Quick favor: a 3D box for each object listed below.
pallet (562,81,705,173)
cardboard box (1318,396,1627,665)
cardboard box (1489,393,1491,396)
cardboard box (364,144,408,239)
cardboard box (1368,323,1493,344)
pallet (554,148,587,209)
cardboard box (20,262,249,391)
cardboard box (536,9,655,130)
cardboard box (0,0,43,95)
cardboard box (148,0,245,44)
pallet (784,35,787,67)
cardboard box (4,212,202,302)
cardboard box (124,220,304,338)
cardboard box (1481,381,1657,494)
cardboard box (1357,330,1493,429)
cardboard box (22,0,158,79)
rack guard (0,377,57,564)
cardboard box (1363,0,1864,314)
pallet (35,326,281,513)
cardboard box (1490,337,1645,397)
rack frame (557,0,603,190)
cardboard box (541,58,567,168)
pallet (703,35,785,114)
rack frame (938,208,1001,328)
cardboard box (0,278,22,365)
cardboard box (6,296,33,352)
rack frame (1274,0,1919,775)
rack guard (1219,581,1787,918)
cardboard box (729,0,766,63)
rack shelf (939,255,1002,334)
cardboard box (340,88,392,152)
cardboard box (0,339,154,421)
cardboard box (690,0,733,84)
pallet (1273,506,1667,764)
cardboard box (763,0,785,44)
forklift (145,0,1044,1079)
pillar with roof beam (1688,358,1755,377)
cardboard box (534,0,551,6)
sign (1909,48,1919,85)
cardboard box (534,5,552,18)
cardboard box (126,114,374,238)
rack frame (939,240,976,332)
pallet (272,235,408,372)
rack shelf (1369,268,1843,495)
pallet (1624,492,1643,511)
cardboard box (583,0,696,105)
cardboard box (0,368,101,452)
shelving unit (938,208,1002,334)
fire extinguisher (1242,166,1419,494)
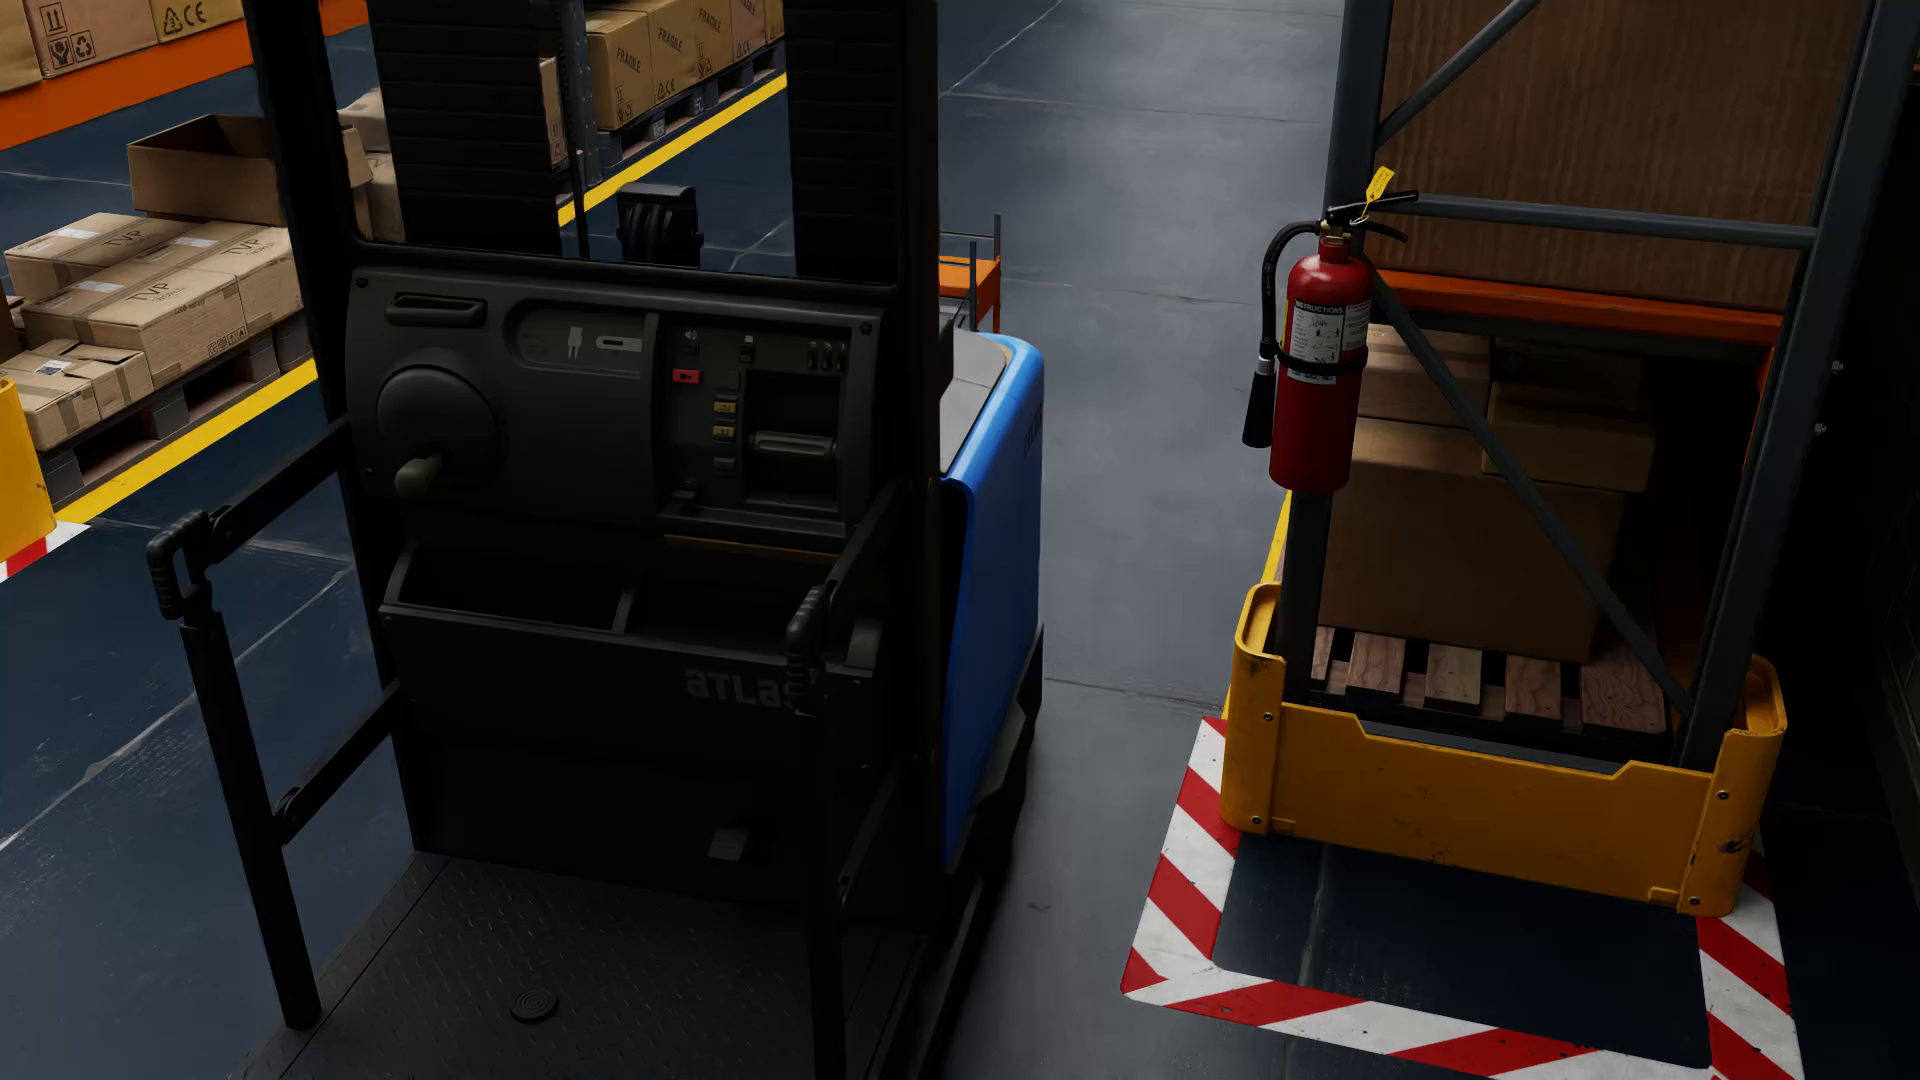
[{"bbox_3d":[-2.129,-2.358,9.272,1.003,0.211,1.213,8,30,15],"label":"pallet"},{"bbox_3d":[1.341,-0.060,4.412,0.700,0.500,0.500,8,30,15],"label":"cardboard box"},{"bbox_3d":[1.488,-0.293,4.830,0.700,0.500,0.500,8,30,15],"label":"cardboard box"},{"bbox_3d":[-2.448,-1.557,7.276,0.500,0.311,0.500,8,30,15],"label":"cardboard box"},{"bbox_3d":[1.279,-0.548,4.622,0.380,0.149,0.250,9,30,16],"label":"cardboard box"},{"bbox_3d":[-2.534,-1.656,8.009,1.003,0.211,1.213,8,30,15],"label":"pallet"},{"bbox_3d":[-2.928,-0.770,5.924,0.500,0.250,0.500,8,30,15],"label":"cardboard box"},{"bbox_3d":[-1.957,-2.483,8.747,0.500,0.500,0.500,7,30,13],"label":"cardboard box"},{"bbox_3d":[-3.123,-1.547,4.842,0.500,0.500,0.500,9,30,16],"label":"cardboard box"},{"bbox_3d":[-2.827,-2.020,5.693,0.500,0.500,0.500,8,30,15],"label":"cardboard box"},{"bbox_3d":[-1.413,-3.492,11.310,1.003,0.211,1.213,8,30,15],"label":"pallet"},{"bbox_3d":[-3.274,-1.050,6.428,0.500,0.250,0.500,8,30,15],"label":"cardboard box"},{"bbox_3d":[-2.781,-1.002,6.342,0.500,0.250,0.500,8,30,15],"label":"cardboard box"},{"bbox_3d":[1.495,-0.257,4.098,0.380,0.149,0.250,9,30,15],"label":"cardboard box"},{"bbox_3d":[1.204,-0.429,4.408,0.380,0.149,0.250,8,30,14],"label":"cardboard box"},{"bbox_3d":[-2.977,-1.787,5.274,0.500,0.500,0.500,8,30,14],"label":"cardboard box"},{"bbox_3d":[-3.483,-0.277,5.234,1.175,0.500,0.348,8,30,15],"label":"rack guard"},{"bbox_3d":[1.371,-0.999,3.651,0.980,0.700,0.700,10,31,17],"label":"cardboard box"},{"bbox_3d":[-3.250,-0.522,5.971,1.003,0.211,1.213,8,30,15],"label":"pallet"},{"bbox_3d":[1.643,-0.492,4.522,0.380,0.149,0.250,9,30,15],"label":"cardboard box"},{"bbox_3d":[-2.332,-3.193,7.905,1.000,3.000,0.127,8,30,15],"label":"rack frame"},{"bbox_3d":[-2.228,-1.988,7.857,0.500,0.500,0.500,8,30,15],"label":"cardboard box"},{"bbox_3d":[-1.773,-2.927,10.294,1.003,0.211,1.213,8,30,15],"label":"pallet"},{"bbox_3d":[0.020,-0.491,5.052,0.200,1.050,0.008,8,30,15],"label":"rack frame"},{"bbox_3d":[-3.582,-0.722,5.581,0.500,0.500,0.500,8,30,15],"label":"cardboard box"},{"bbox_3d":[-3.377,-0.752,5.978,0.380,0.166,0.250,8,30,15],"label":"cardboard box"},{"bbox_3d":[1.231,-0.629,3.296,1.000,3.000,0.127,8,30,15],"label":"rack frame"},{"bbox_3d":[1.224,0.474,3.883,1.175,0.500,0.348,8,30,15],"label":"rack guard"},{"bbox_3d":[-1.508,-3.199,10.033,0.500,0.500,0.500,7,30,13],"label":"cardboard box"},{"bbox_3d":[-0.016,-0.673,4.817,0.215,0.259,0.240,8,30,15],"label":"rack shelf"},{"bbox_3d":[-2.662,-2.046,8.156,0.500,0.311,0.500,8,30,15],"label":"cardboard box"},{"bbox_3d":[-2.981,-0.550,5.616,0.380,0.166,0.250,8,30,15],"label":"cardboard box"},{"bbox_3d":[-1.657,-2.964,9.611,0.500,0.500,0.500,9,30,15],"label":"cardboard box"},{"bbox_3d":[1.391,0.207,4.662,1.003,0.211,1.213,8,30,15],"label":"pallet"},{"bbox_3d":[-1.360,-3.444,10.473,0.500,0.500,0.500,7,30,13],"label":"cardboard box"},{"bbox_3d":[-0.630,-0.180,2.558,1.130,2.935,3.031,7,30,12],"label":"forklift"},{"bbox_3d":[-1.089,-5.275,5.476,9.100,9.000,0.400,8,30,15],"label":"pillar with roof beam"},{"bbox_3d":[-2.308,-2.792,9.302,0.500,0.500,0.500,9,30,15],"label":"cardboard box"},{"bbox_3d":[1.760,-0.960,2.919,0.100,0.325,0.005,8,30,15],"label":"sign"},{"bbox_3d":[-2.461,-2.563,8.891,0.500,0.500,0.500,8,30,15],"label":"cardboard box"},{"bbox_3d":[-2.878,-1.421,6.834,0.797,0.503,0.637,8,30,15],"label":"cardboard box"},{"bbox_3d":[-0.052,-0.377,4.848,0.200,1.050,0.008,8,30,15],"label":"rack frame"},{"bbox_3d":[-2.890,-1.087,6.987,1.003,0.211,1.213,8,30,15],"label":"pallet"},{"bbox_3d":[1.818,-1.244,5.141,1.077,0.370,4.000,8,30,15],"label":"rack shelf"},{"bbox_3d":[1.751,-0.359,5.678,1.003,0.211,1.213,8,30,15],"label":"pallet"},{"bbox_3d":[-1.811,-2.733,9.196,0.500,0.500,0.500,9,30,16],"label":"cardboard box"},{"bbox_3d":[-3.054,-0.426,5.411,0.380,0.149,0.250,8,30,15],"label":"cardboard box"},{"bbox_3d":[-0.016,-0.434,4.950,0.215,1.050,0.252,8,30,15],"label":"shelving unit"},{"bbox_3d":[0.746,-0.428,3.398,0.296,0.674,0.183,8,30,15],"label":"fire extinguisher"}]
